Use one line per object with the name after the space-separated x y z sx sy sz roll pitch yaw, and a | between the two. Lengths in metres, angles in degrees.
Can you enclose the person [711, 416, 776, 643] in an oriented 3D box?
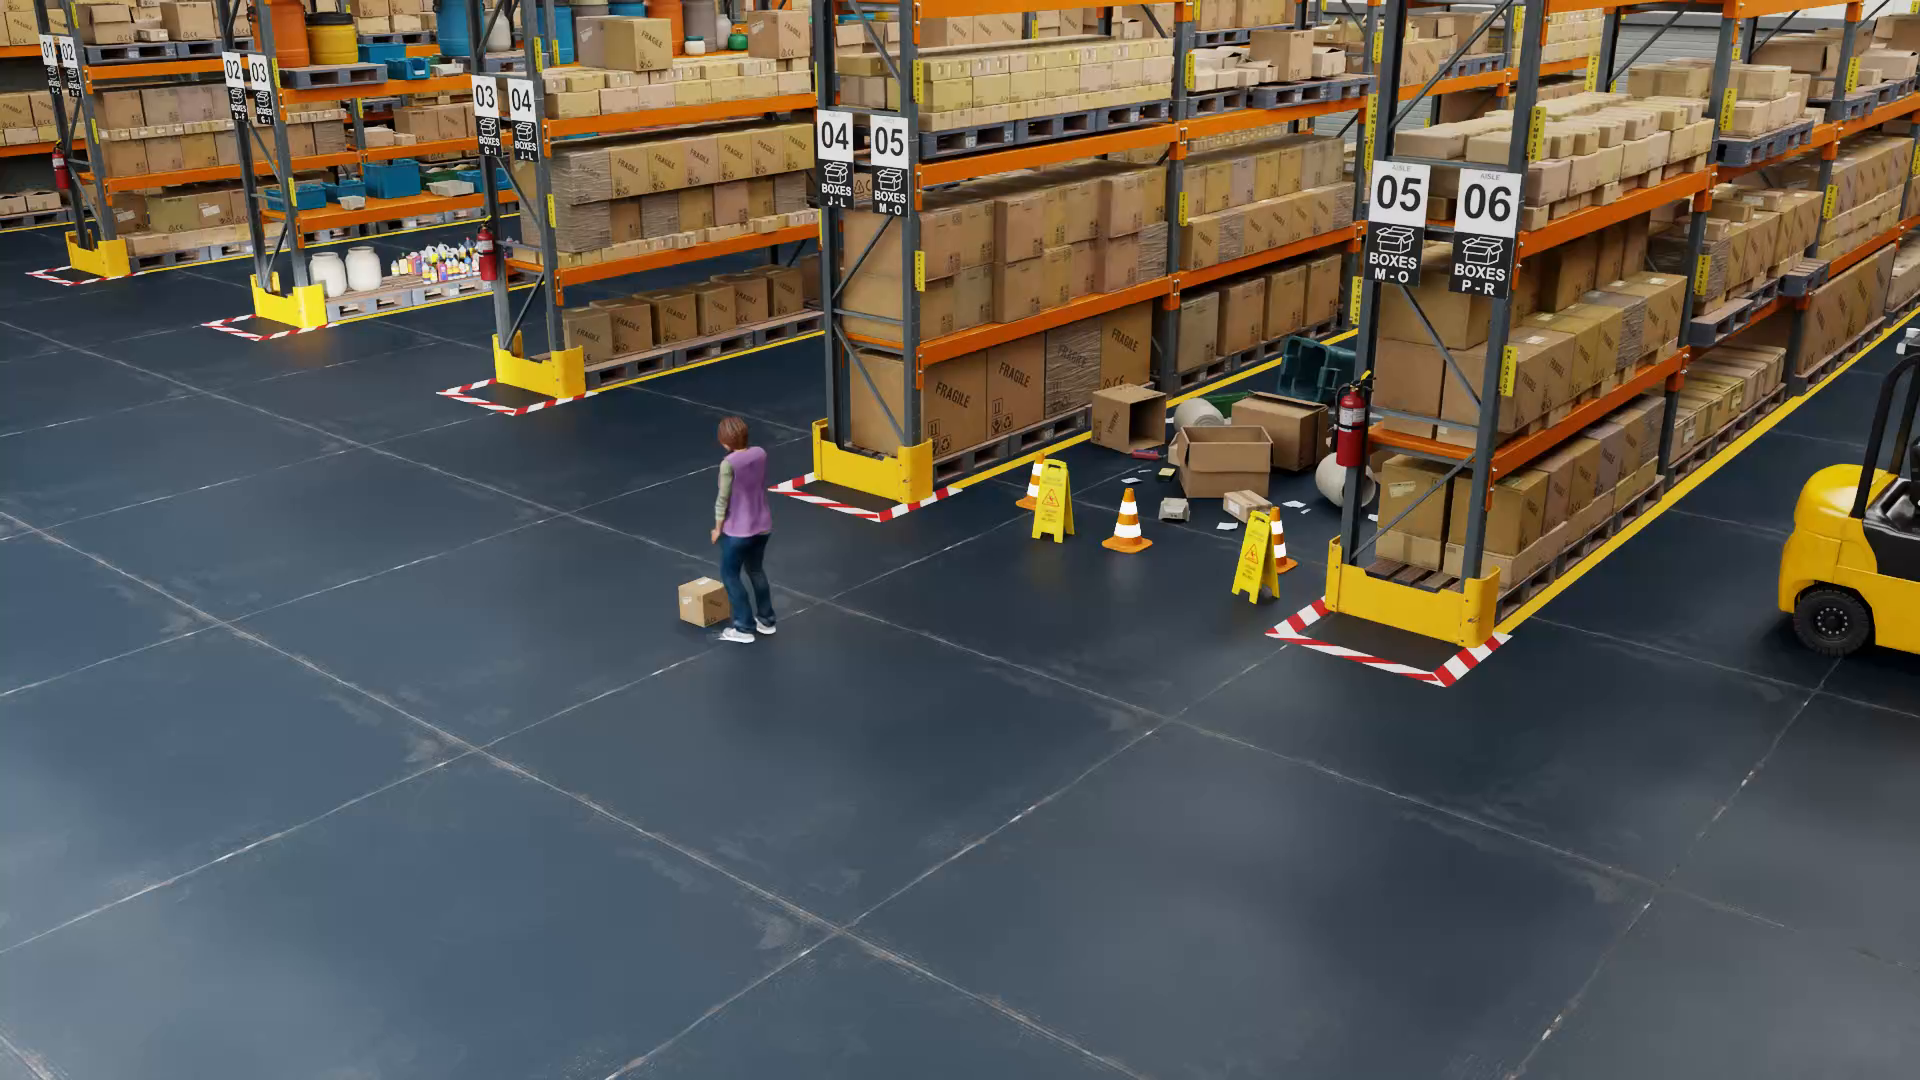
-1.475 -0.062 11.298 0.341 1.578 0.417 17 26 38 | person
